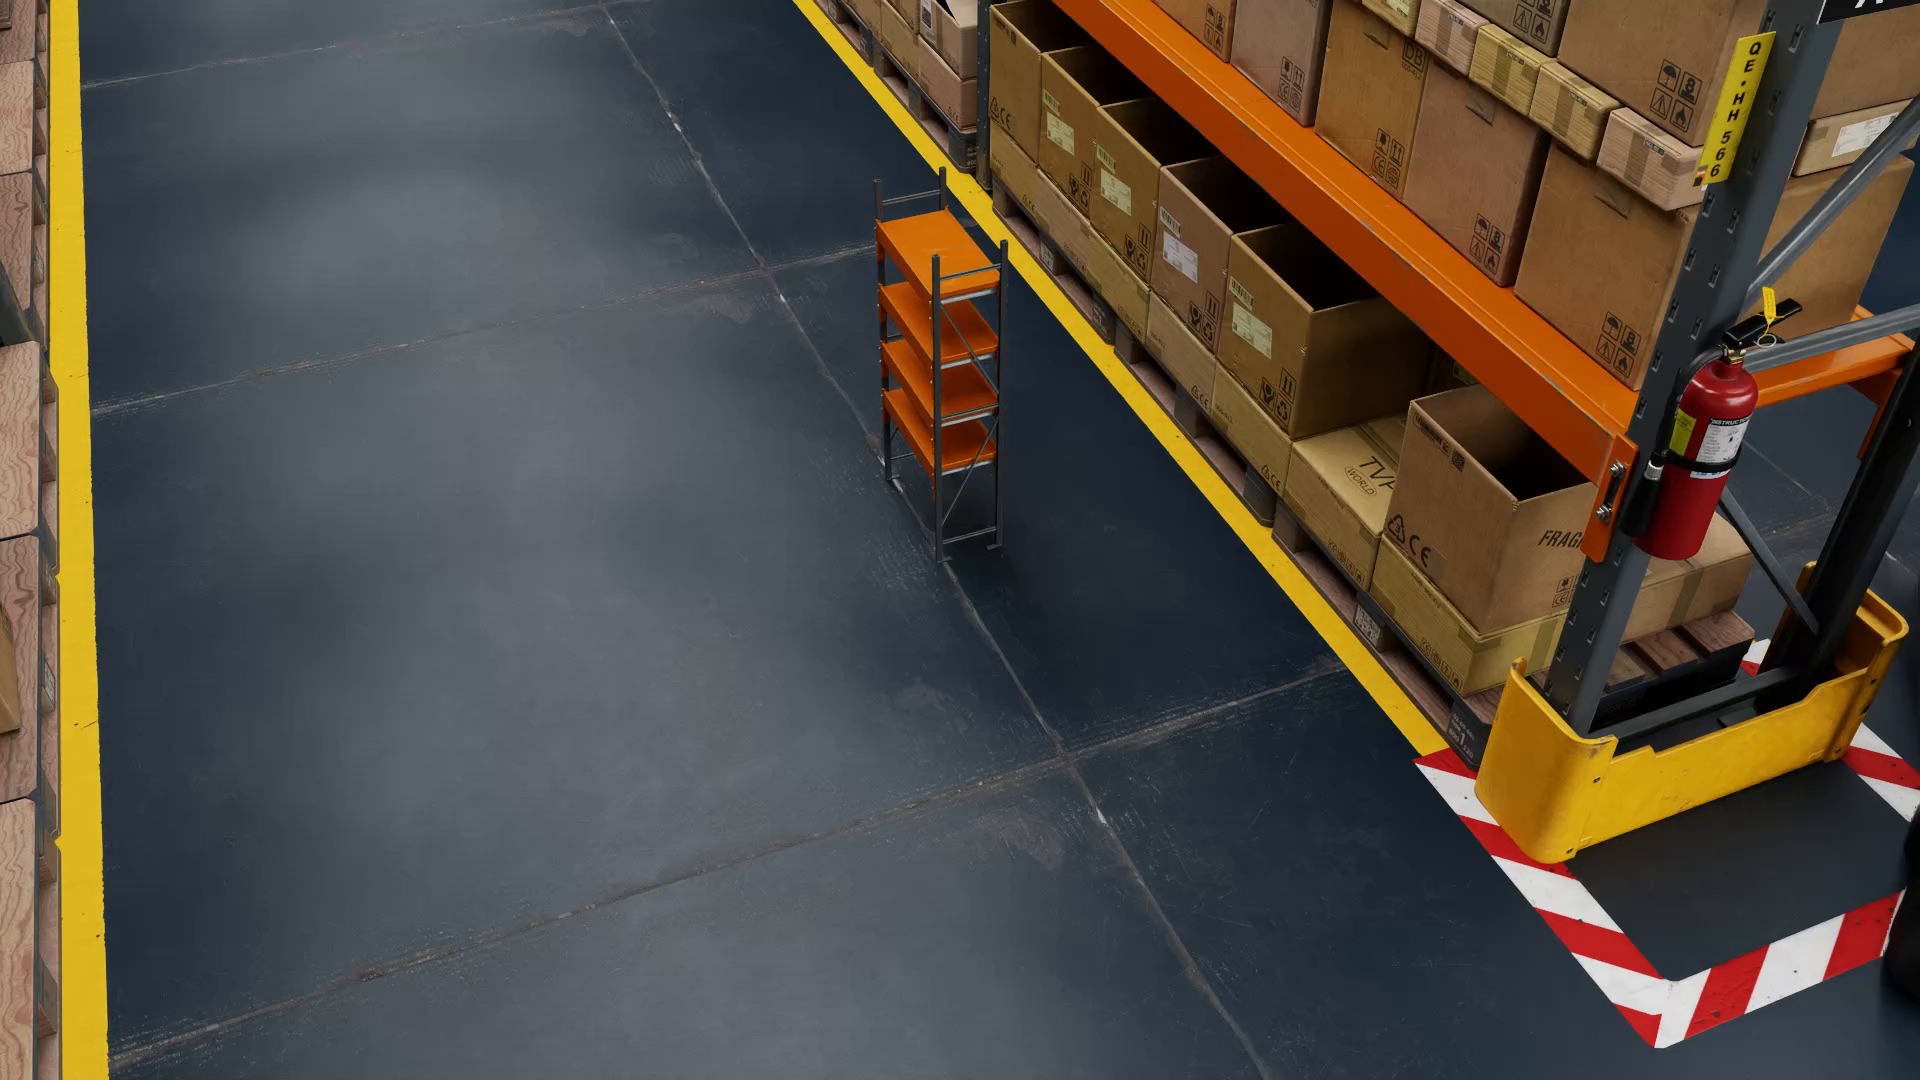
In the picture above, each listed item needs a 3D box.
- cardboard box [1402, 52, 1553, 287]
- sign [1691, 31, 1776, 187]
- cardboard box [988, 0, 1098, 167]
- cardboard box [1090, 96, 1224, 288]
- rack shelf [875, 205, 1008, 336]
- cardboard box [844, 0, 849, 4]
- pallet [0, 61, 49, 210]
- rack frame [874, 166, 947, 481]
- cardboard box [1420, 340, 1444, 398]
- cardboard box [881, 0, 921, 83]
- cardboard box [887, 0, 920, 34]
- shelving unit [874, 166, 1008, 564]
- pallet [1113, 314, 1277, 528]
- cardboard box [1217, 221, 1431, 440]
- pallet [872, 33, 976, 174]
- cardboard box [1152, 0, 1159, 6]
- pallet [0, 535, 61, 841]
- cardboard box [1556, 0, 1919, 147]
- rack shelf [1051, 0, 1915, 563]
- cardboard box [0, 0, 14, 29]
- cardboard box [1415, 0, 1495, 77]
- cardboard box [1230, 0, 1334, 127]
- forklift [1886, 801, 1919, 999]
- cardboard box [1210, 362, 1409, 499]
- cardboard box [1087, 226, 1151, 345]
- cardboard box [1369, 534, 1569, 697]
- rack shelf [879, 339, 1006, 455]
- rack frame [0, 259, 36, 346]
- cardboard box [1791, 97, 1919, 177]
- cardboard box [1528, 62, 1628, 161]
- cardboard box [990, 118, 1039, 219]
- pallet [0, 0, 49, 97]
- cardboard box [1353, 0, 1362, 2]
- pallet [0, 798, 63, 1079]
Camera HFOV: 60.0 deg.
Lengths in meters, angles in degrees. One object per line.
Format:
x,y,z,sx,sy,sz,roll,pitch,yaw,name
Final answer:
1.716,-1.112,4.666,0.700,0.500,0.500,-14,43,-16,cardboard box
1.582,-0.876,3.399,0.100,0.325,0.005,-15,43,-17,sign
0.446,-1.927,6.902,0.500,0.500,0.500,-15,43,-17,cardboard box
0.829,-1.325,6.202,0.500,0.500,0.500,-15,43,-17,cardboard box
-0.063,-0.853,5.219,0.258,0.148,0.480,-15,43,-17,rack shelf
-0.450,-3.098,8.839,0.500,0.250,0.500,-14,43,-16,cardboard box
-4.787,-1.793,7.673,1.003,0.211,1.213,-15,43,-17,pallet
-0.157,-0.702,5.646,0.240,1.200,0.015,-15,43,-17,rack frame
1.693,-0.853,5.652,0.500,0.500,0.500,-15,43,-17,cardboard box
-0.060,-2.483,8.124,0.500,0.250,0.500,-16,43,-18,cardboard box
-0.067,-2.697,7.943,0.500,0.311,0.500,-14,43,-16,cardboard box
-0.063,-0.555,5.475,0.258,1.200,0.503,-15,43,-17,shelving unit
1.294,-0.601,6.287,1.003,0.211,1.213,-15,43,-17,pallet
1.212,-0.723,5.502,0.500,0.500,0.500,-15,43,-17,cardboard box
0.240,-2.261,8.217,1.003,0.211,1.213,-15,43,-17,pallet
0.941,-2.340,6.094,0.700,0.500,0.500,-16,43,-17,cardboard box
-3.257,0.543,4.956,1.003,0.211,1.213,-15,43,-17,pallet
1.901,-1.320,3.913,0.700,0.500,0.500,-15,43,-17,cardboard box
1.323,-1.406,5.637,1.077,0.370,4.000,-15,43,-17,rack shelf
-5.224,-2.854,8.348,0.700,0.500,0.500,-15,43,-16,cardboard box
1.473,-1.404,4.508,0.380,0.149,0.250,-15,43,-16,cardboard box
1.327,-1.728,5.383,0.700,0.500,0.500,-14,43,-16,cardboard box
3.679,-0.529,4.117,1.130,2.935,3.031,25,46,26,forklift
1.215,-0.439,5.747,0.500,0.250,0.500,-15,43,-17,cardboard box
0.828,-1.041,6.446,0.500,0.250,0.500,-15,43,-17,cardboard box
1.610,0.160,5.050,0.500,0.250,0.500,-15,43,-17,cardboard box
-0.063,-0.504,5.519,0.258,0.148,0.480,-15,43,-17,rack shelf
-4.017,-1.646,5.363,1.000,3.000,0.127,-15,43,-17,rack frame
2.137,-1.048,4.094,0.380,0.149,0.250,-15,43,-17,cardboard box
1.665,-1.098,4.152,0.380,0.149,0.250,-14,43,-16,cardboard box
0.455,-1.646,7.150,0.500,0.250,0.500,-15,43,-17,cardboard box
-5.250,-2.527,8.527,1.003,0.211,1.213,-15,43,-17,pallet
1.269,-1.720,4.876,0.380,0.149,0.250,-14,43,-16,cardboard box
-2.794,1.277,4.103,1.003,0.211,1.213,-15,43,-17,pallet
